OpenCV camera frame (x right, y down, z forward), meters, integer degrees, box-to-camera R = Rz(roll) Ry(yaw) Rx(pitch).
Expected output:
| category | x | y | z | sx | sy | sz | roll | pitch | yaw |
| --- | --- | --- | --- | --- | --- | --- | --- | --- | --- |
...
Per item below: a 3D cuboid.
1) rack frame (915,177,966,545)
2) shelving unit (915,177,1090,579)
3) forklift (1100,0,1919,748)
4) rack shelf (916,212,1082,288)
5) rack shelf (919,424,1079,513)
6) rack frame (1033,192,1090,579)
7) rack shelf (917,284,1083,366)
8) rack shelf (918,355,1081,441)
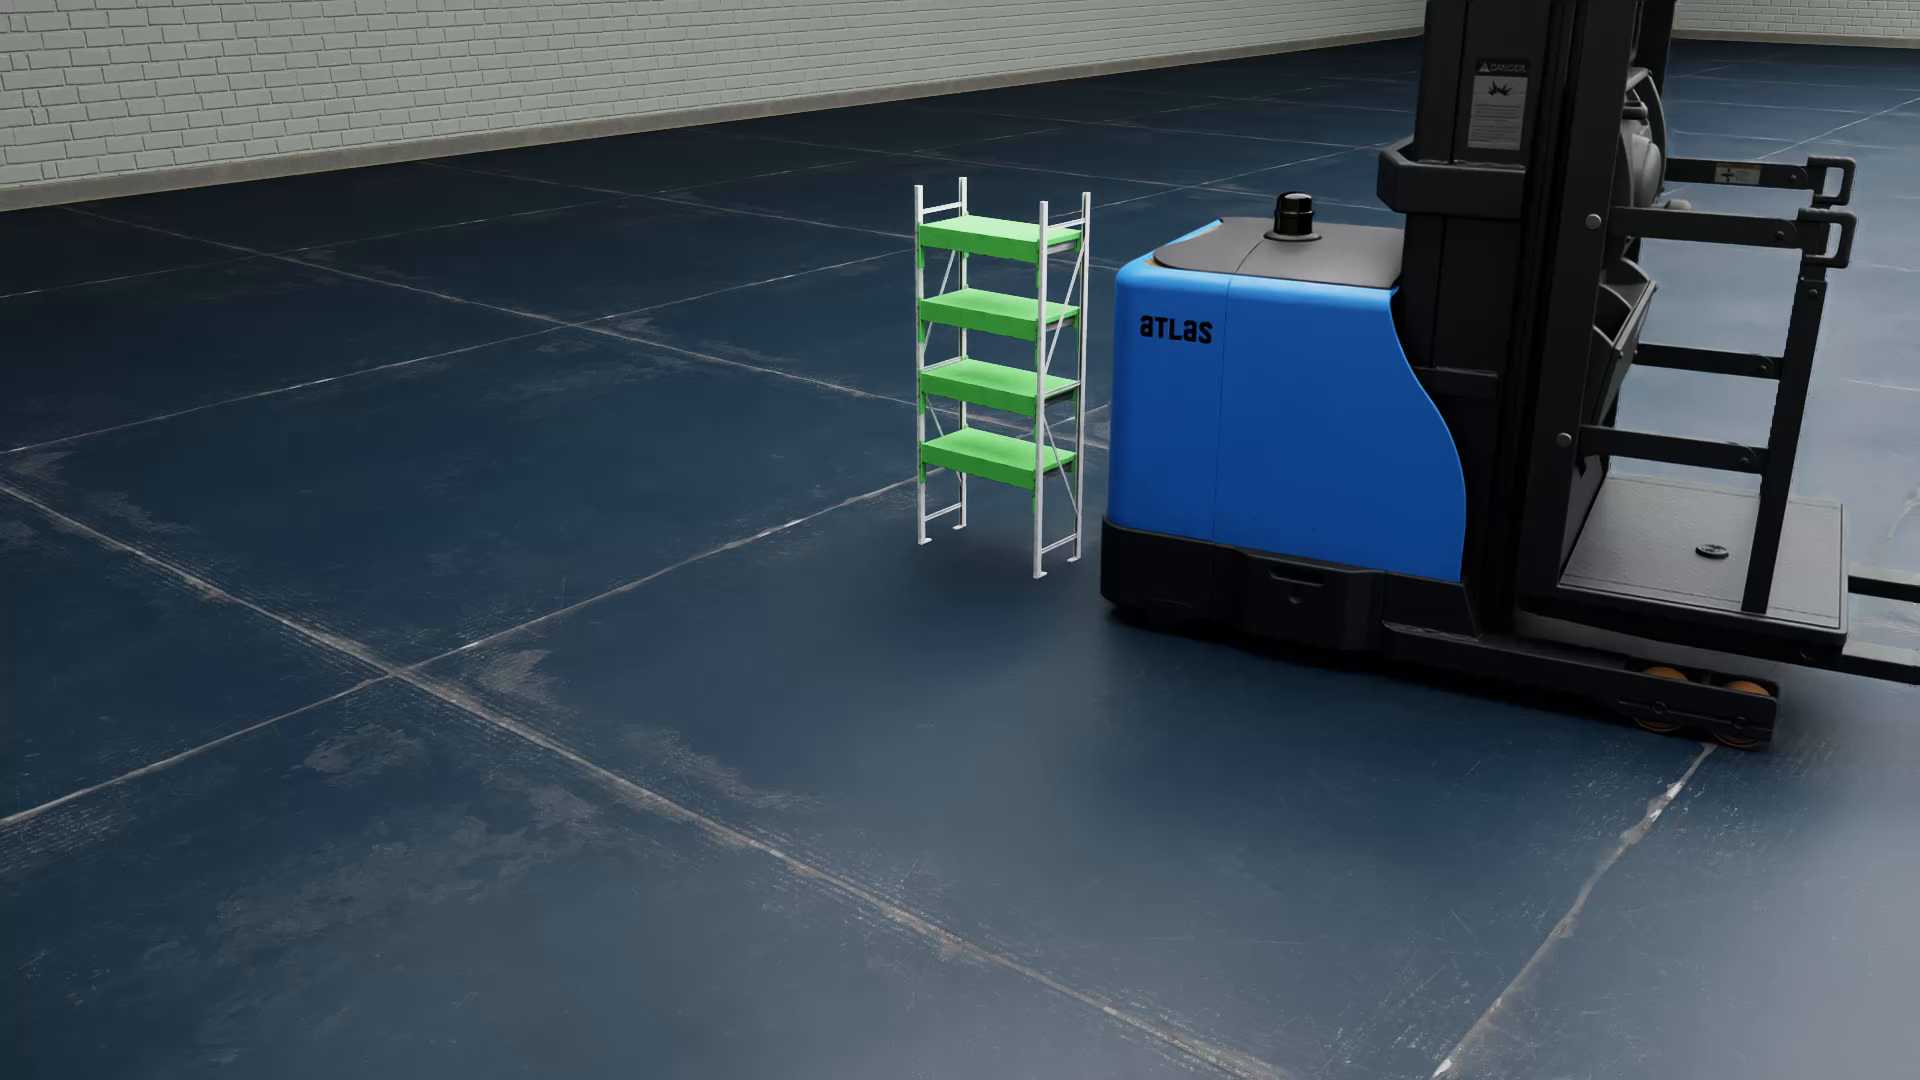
| category | x | y | z | sx | sy | sz | roll | pitch | yaw |
| --- | --- | --- | --- | --- | --- | --- | --- | --- | --- |
| rack frame | -0.061 | -0.579 | 5.503 | 0.015 | 1.200 | 0.240 | 16 | 26 | 36 |
| shelving unit | 0.128 | -0.524 | 5.359 | 0.503 | 1.200 | 0.258 | 16 | 26 | 36 |
| forklift | 1.977 | -1.053 | 4.308 | 3.031 | 2.935 | 1.130 | 10 | 23 | 25 |
| rack shelf | 0.128 | -0.914 | 5.212 | 0.480 | 0.148 | 0.258 | 16 | 26 | 36 |
| rack shelf | 0.128 | -0.240 | 5.466 | 0.480 | 0.148 | 0.258 | 16 | 26 | 36 |
| rack frame | 0.317 | -0.470 | 5.214 | 0.015 | 1.200 | 0.240 | 16 | 26 | 36 |
| rack shelf | 0.128 | -0.689 | 5.296 | 0.480 | 0.148 | 0.258 | 16 | 26 | 36 |
| rack shelf | 0.128 | -0.465 | 5.381 | 0.480 | 0.148 | 0.258 | 16 | 26 | 36 |
